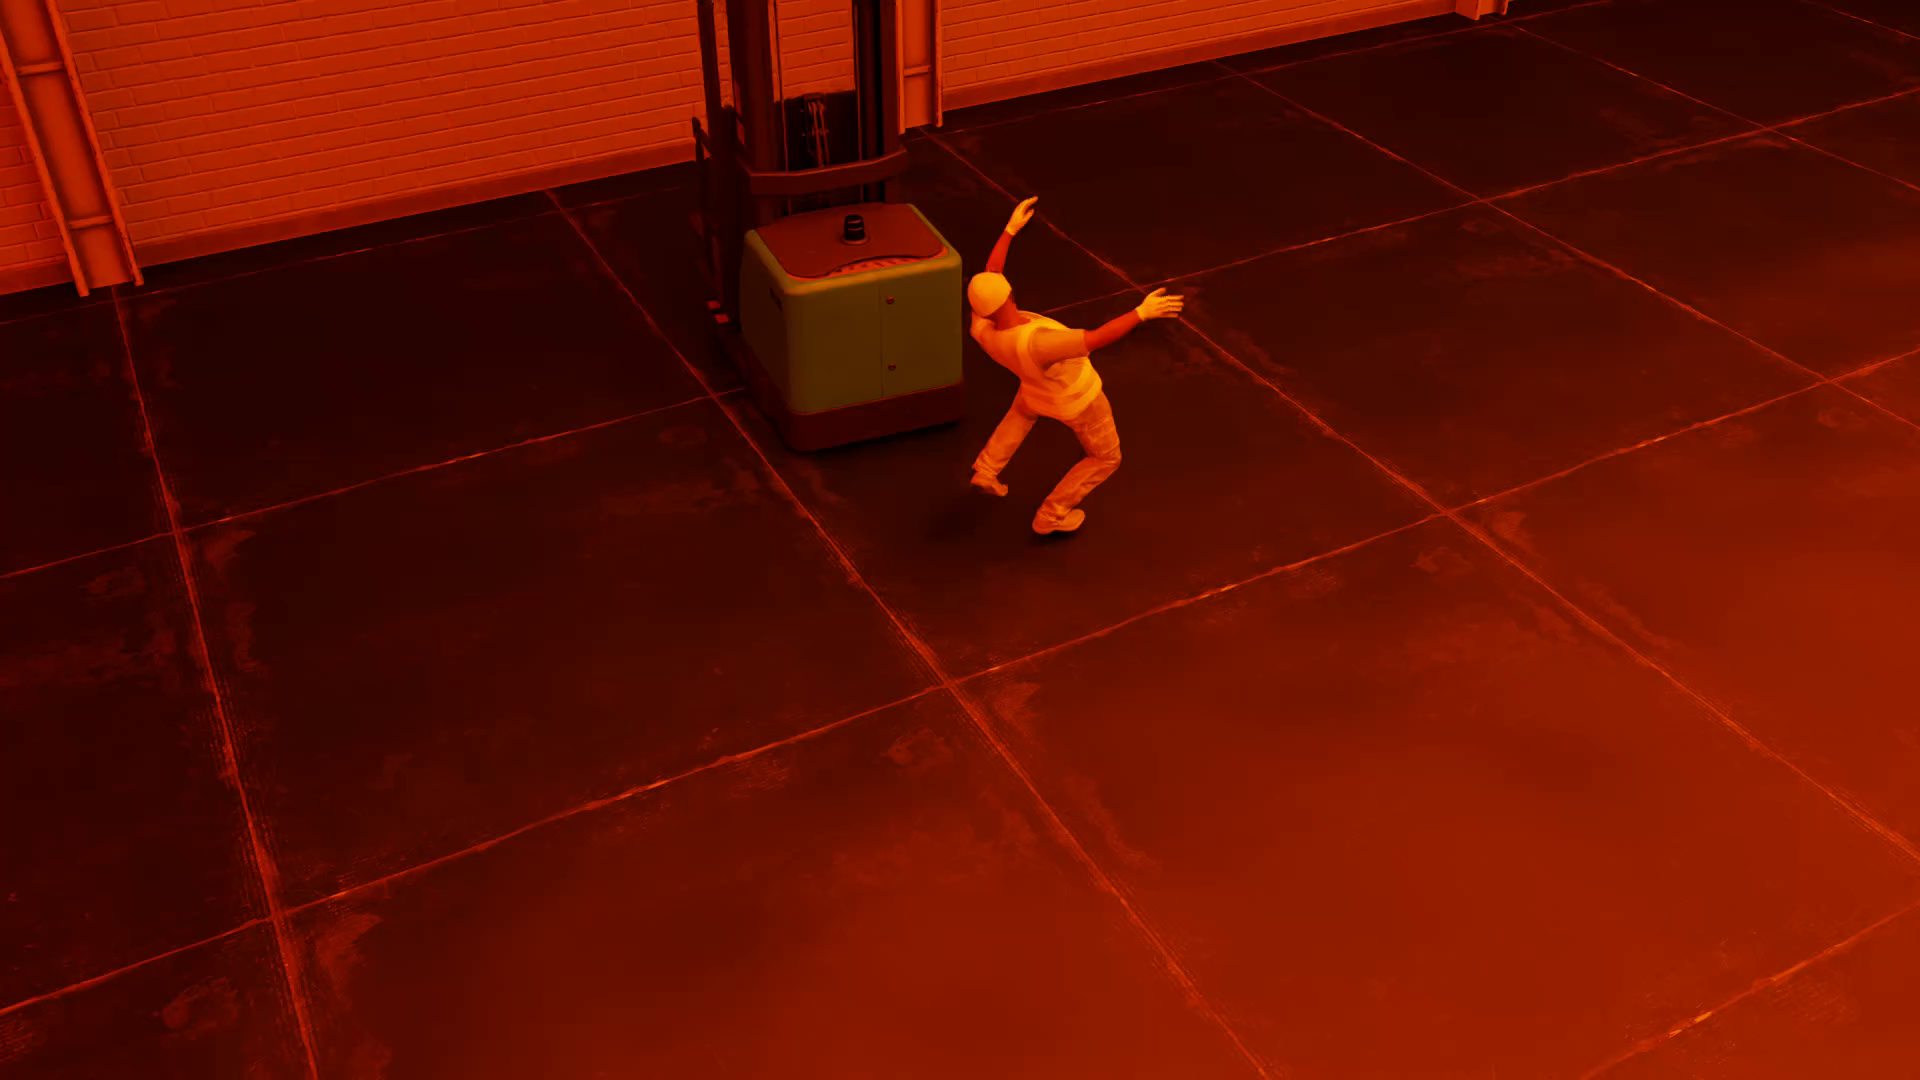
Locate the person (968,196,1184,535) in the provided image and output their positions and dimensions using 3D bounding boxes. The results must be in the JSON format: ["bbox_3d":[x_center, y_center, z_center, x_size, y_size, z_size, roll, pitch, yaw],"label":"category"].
[{"bbox_3d":[0.484,-0.737,8.244,1.077,1.649,0.690,28,44,33],"label":"person"}]

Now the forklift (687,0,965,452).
[{"bbox_3d":[-0.997,-2.533,9.706,1.130,2.935,3.031,-13,37,-18],"label":"forklift"}]
